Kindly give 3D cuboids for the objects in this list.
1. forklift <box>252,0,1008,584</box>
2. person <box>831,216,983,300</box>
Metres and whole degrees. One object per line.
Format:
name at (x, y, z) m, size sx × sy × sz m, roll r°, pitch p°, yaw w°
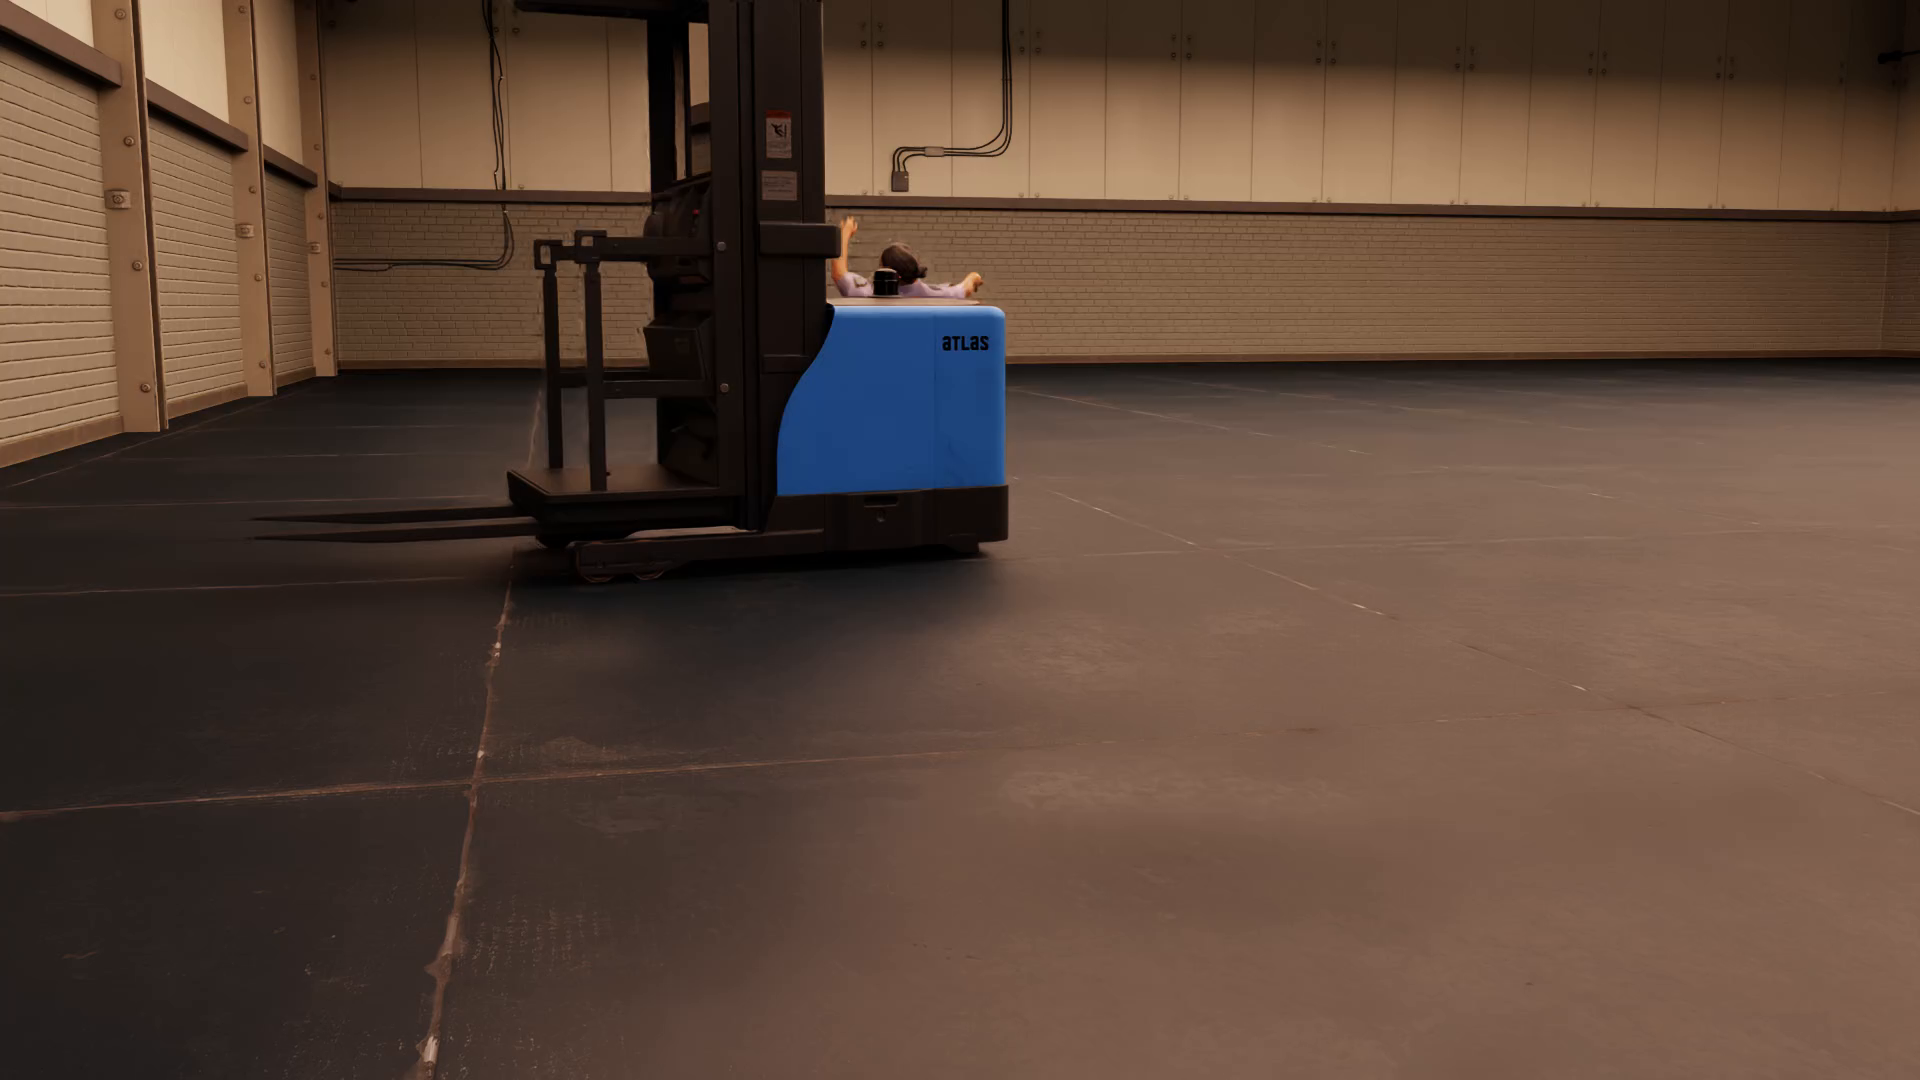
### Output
forklift at (-1.357, -1.364, 6.880) m, size 3.031 × 2.935 × 1.130 m, roll -3°, pitch 9°, yaw -23°
person at (-0.205, -0.884, 8.435) m, size 1.018 × 1.503 × 0.631 m, roll -6°, pitch 10°, yaw -35°
